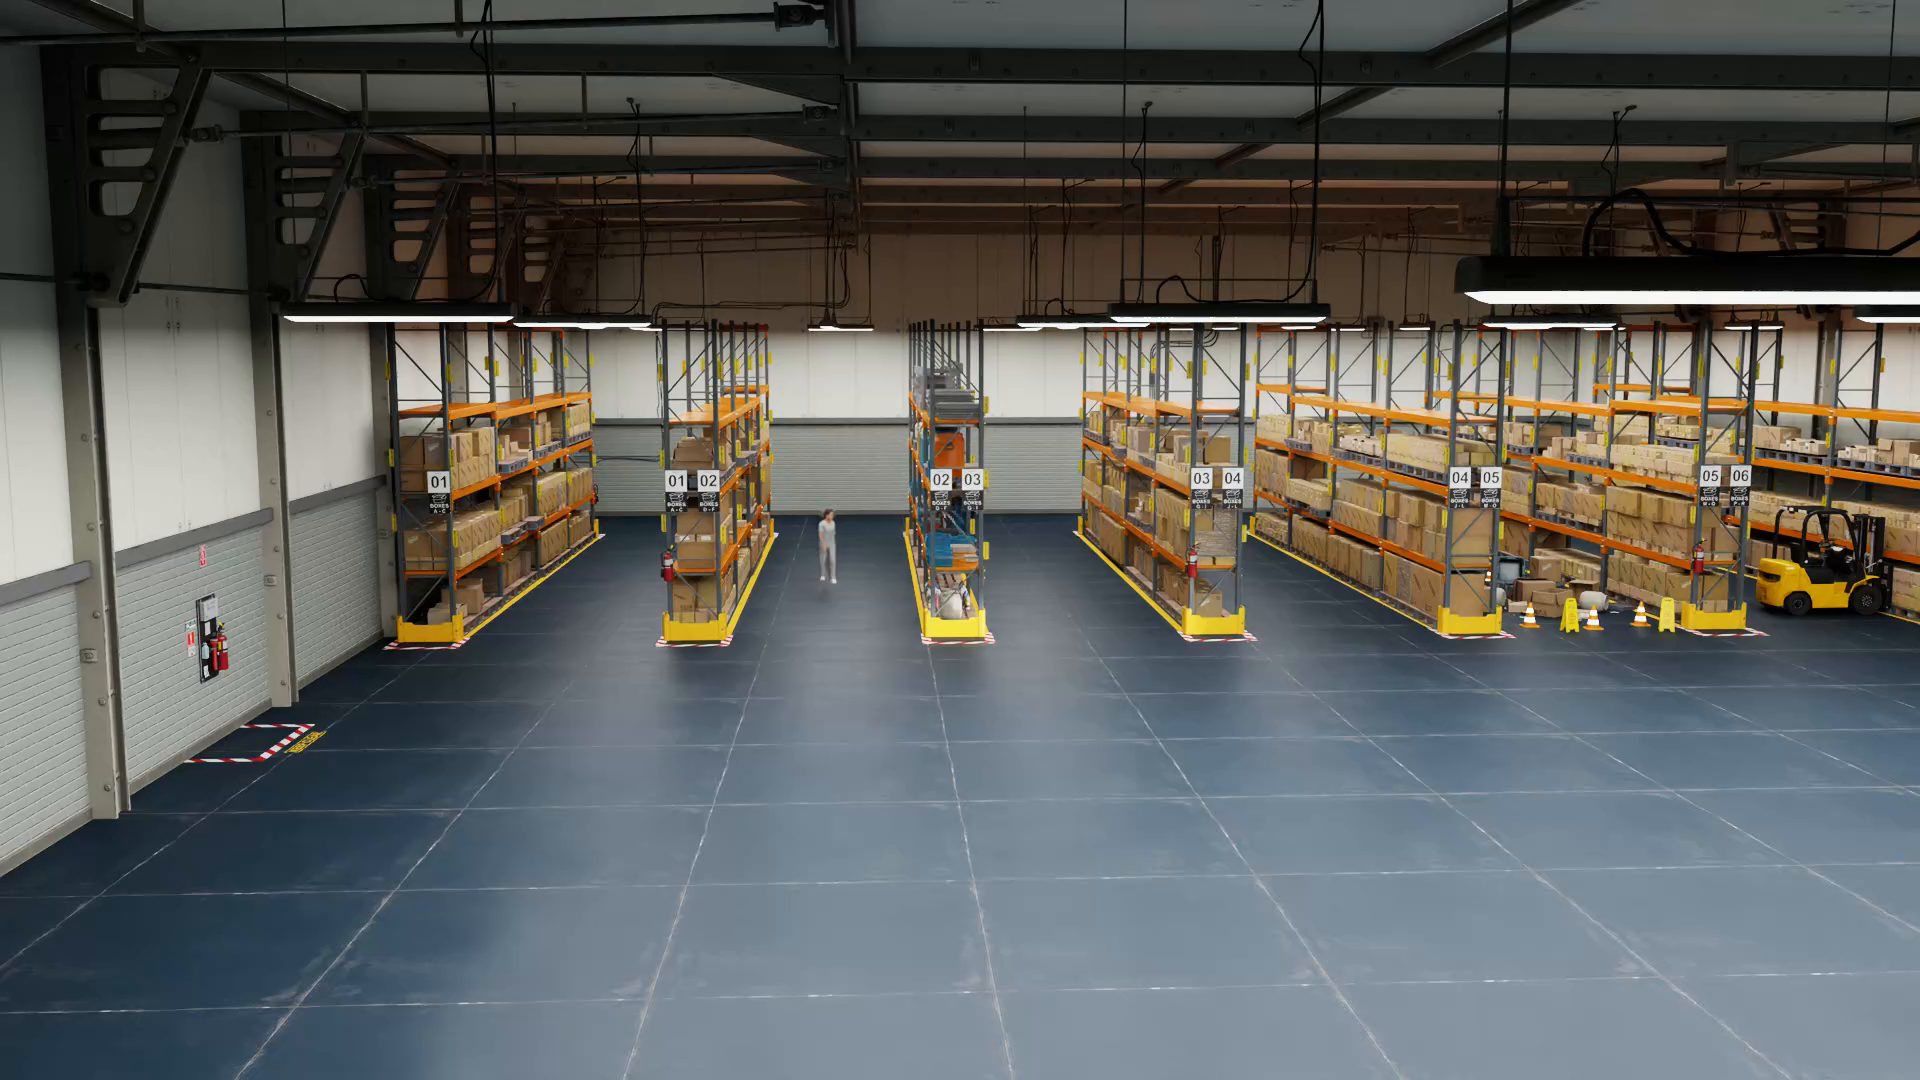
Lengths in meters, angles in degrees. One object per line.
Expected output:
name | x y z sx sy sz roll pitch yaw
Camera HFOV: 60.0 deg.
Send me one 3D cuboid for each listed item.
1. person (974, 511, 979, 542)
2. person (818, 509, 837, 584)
person | 0.292 -0.867 46.262 0.466 1.799 0.661 2 7 15
person | -2.906 0.127 36.355 0.390 1.631 0.982 -1 7 -10
